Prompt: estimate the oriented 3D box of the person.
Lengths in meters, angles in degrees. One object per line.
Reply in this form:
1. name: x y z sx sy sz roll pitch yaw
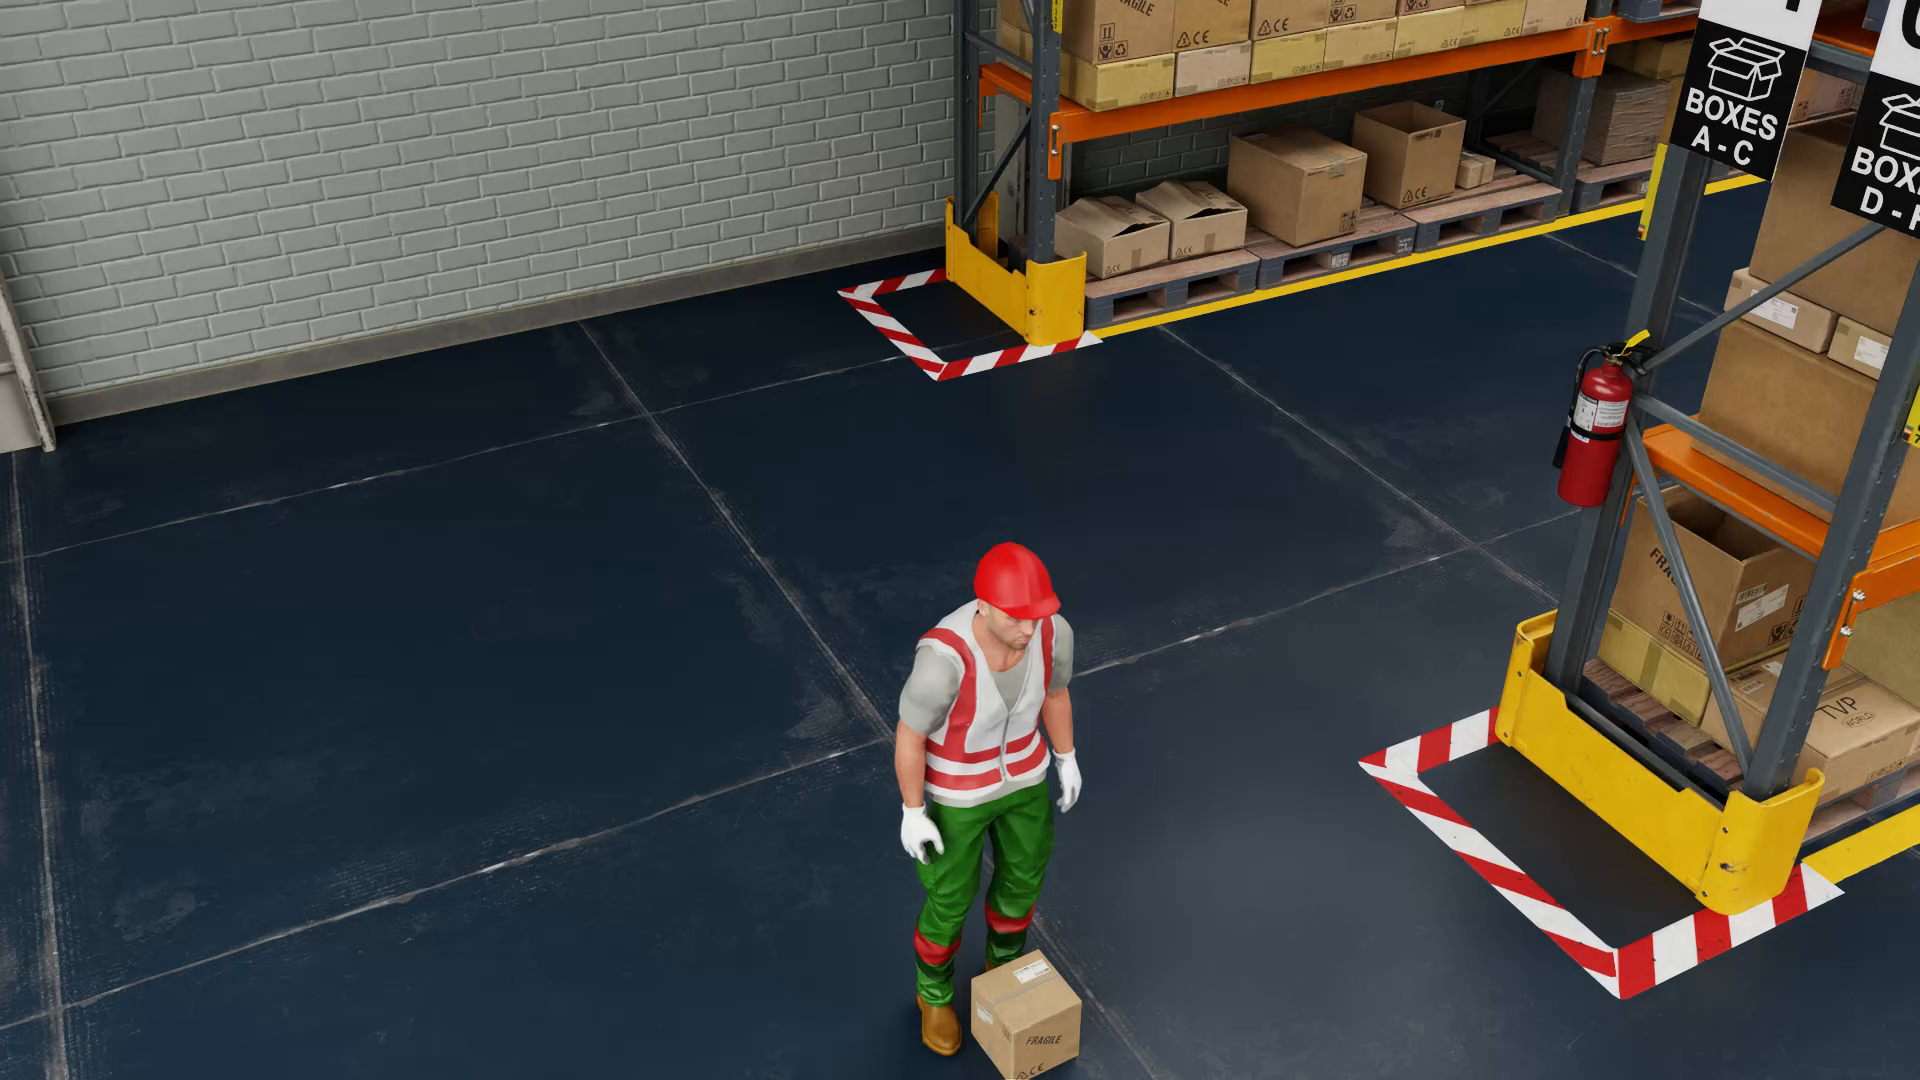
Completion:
1. person: 0.094 0.750 4.960 0.614 1.778 0.456 -16 36 -24
